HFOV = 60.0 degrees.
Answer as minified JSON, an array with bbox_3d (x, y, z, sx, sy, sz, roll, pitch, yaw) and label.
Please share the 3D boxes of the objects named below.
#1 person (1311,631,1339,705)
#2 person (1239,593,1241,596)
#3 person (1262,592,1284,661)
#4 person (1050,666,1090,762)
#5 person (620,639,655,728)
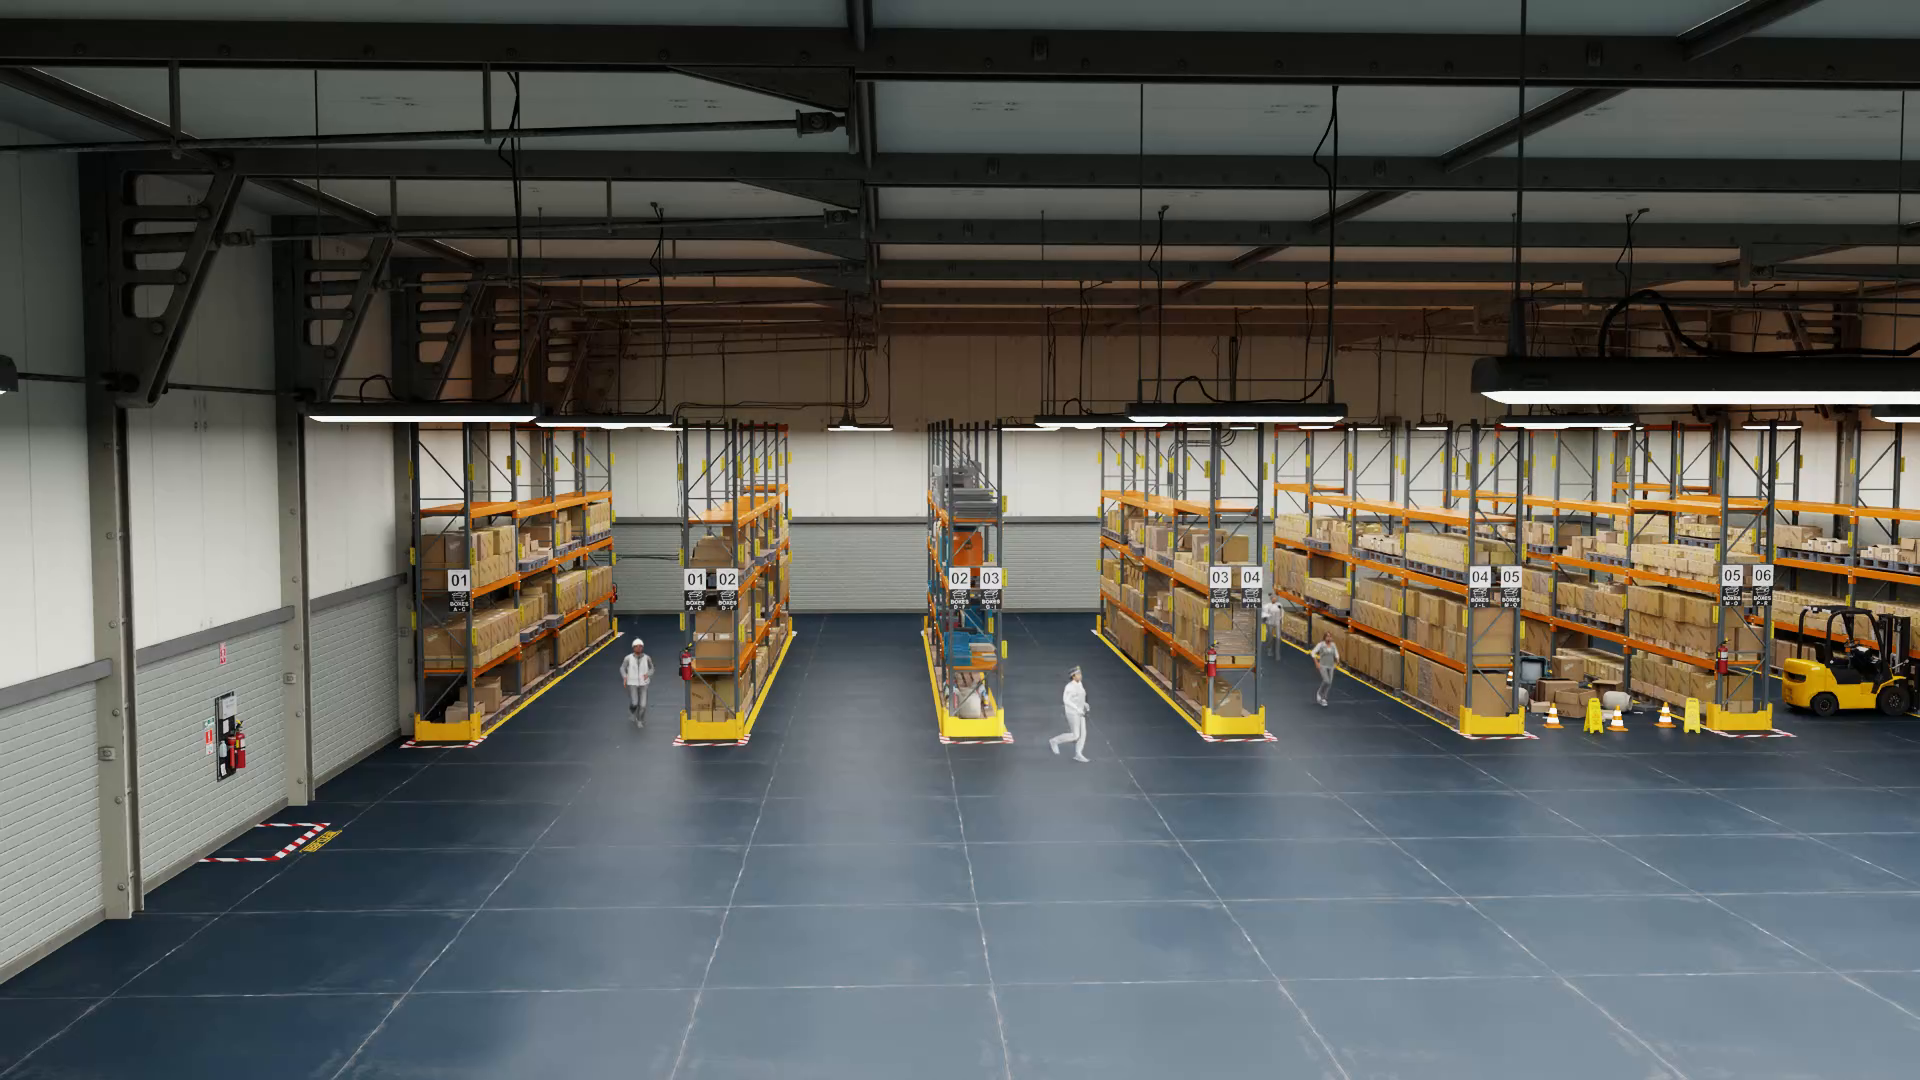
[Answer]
[{"bbox_3d":[7.713,2.700,34.915,0.543,1.571,0.575,-1,4,-15],"label":"person"},{"bbox_3d":[7.659,1.777,47.590,0.752,1.778,0.882,2,4,29],"label":"person"},{"bbox_3d":[7.951,2.182,42.192,0.598,1.748,0.777,0,4,1],"label":"person"},{"bbox_3d":[1.965,3.035,29.158,0.695,1.687,0.622,2,4,28],"label":"person"},{"bbox_3d":[-6.242,2.793,32.249,0.652,1.728,0.569,-1,4,-18],"label":"person"}]
